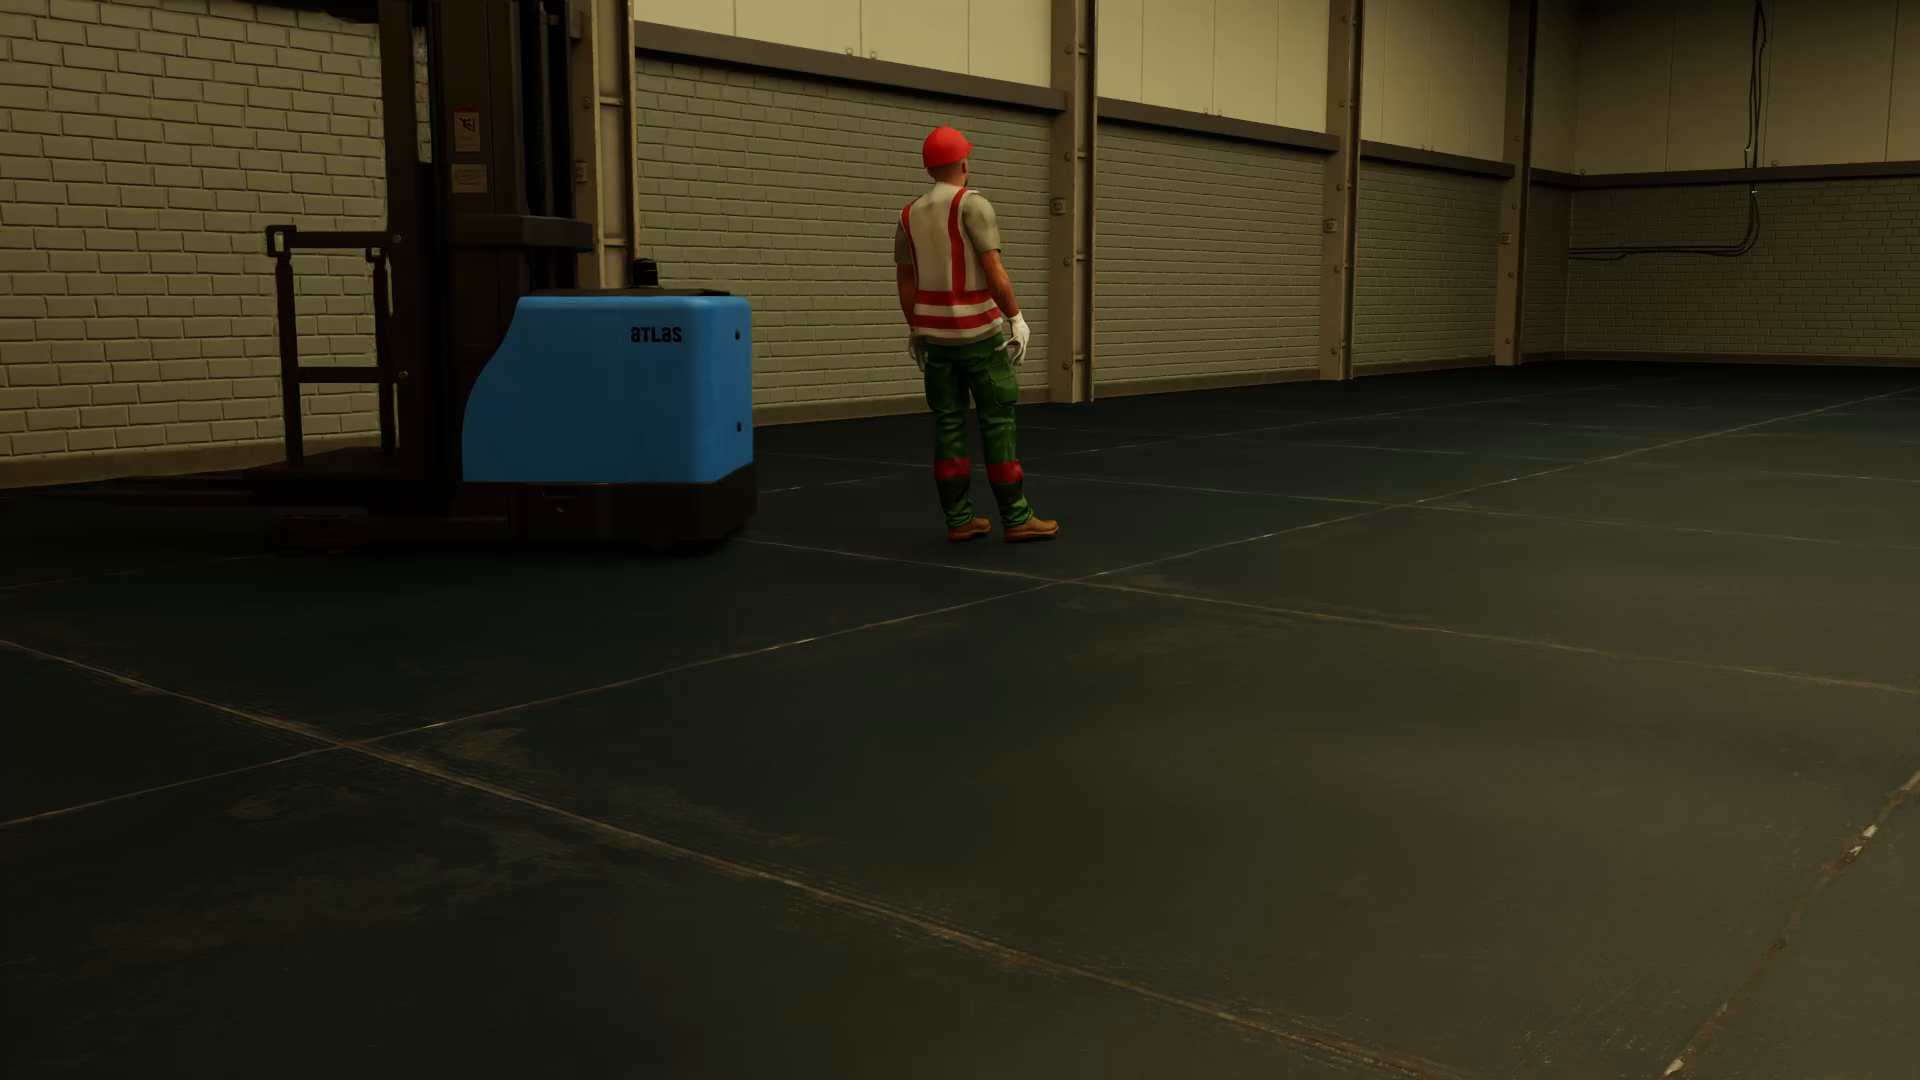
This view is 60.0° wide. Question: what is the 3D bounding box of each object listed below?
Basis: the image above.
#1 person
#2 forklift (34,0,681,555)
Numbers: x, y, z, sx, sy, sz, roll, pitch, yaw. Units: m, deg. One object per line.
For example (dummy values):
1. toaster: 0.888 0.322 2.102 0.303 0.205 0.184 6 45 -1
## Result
1. person: 0.015 -0.894 7.276 0.638 1.691 0.420 7 11 38
2. forklift: -2.490 -1.463 7.283 3.031 2.935 1.121 0 8 3
